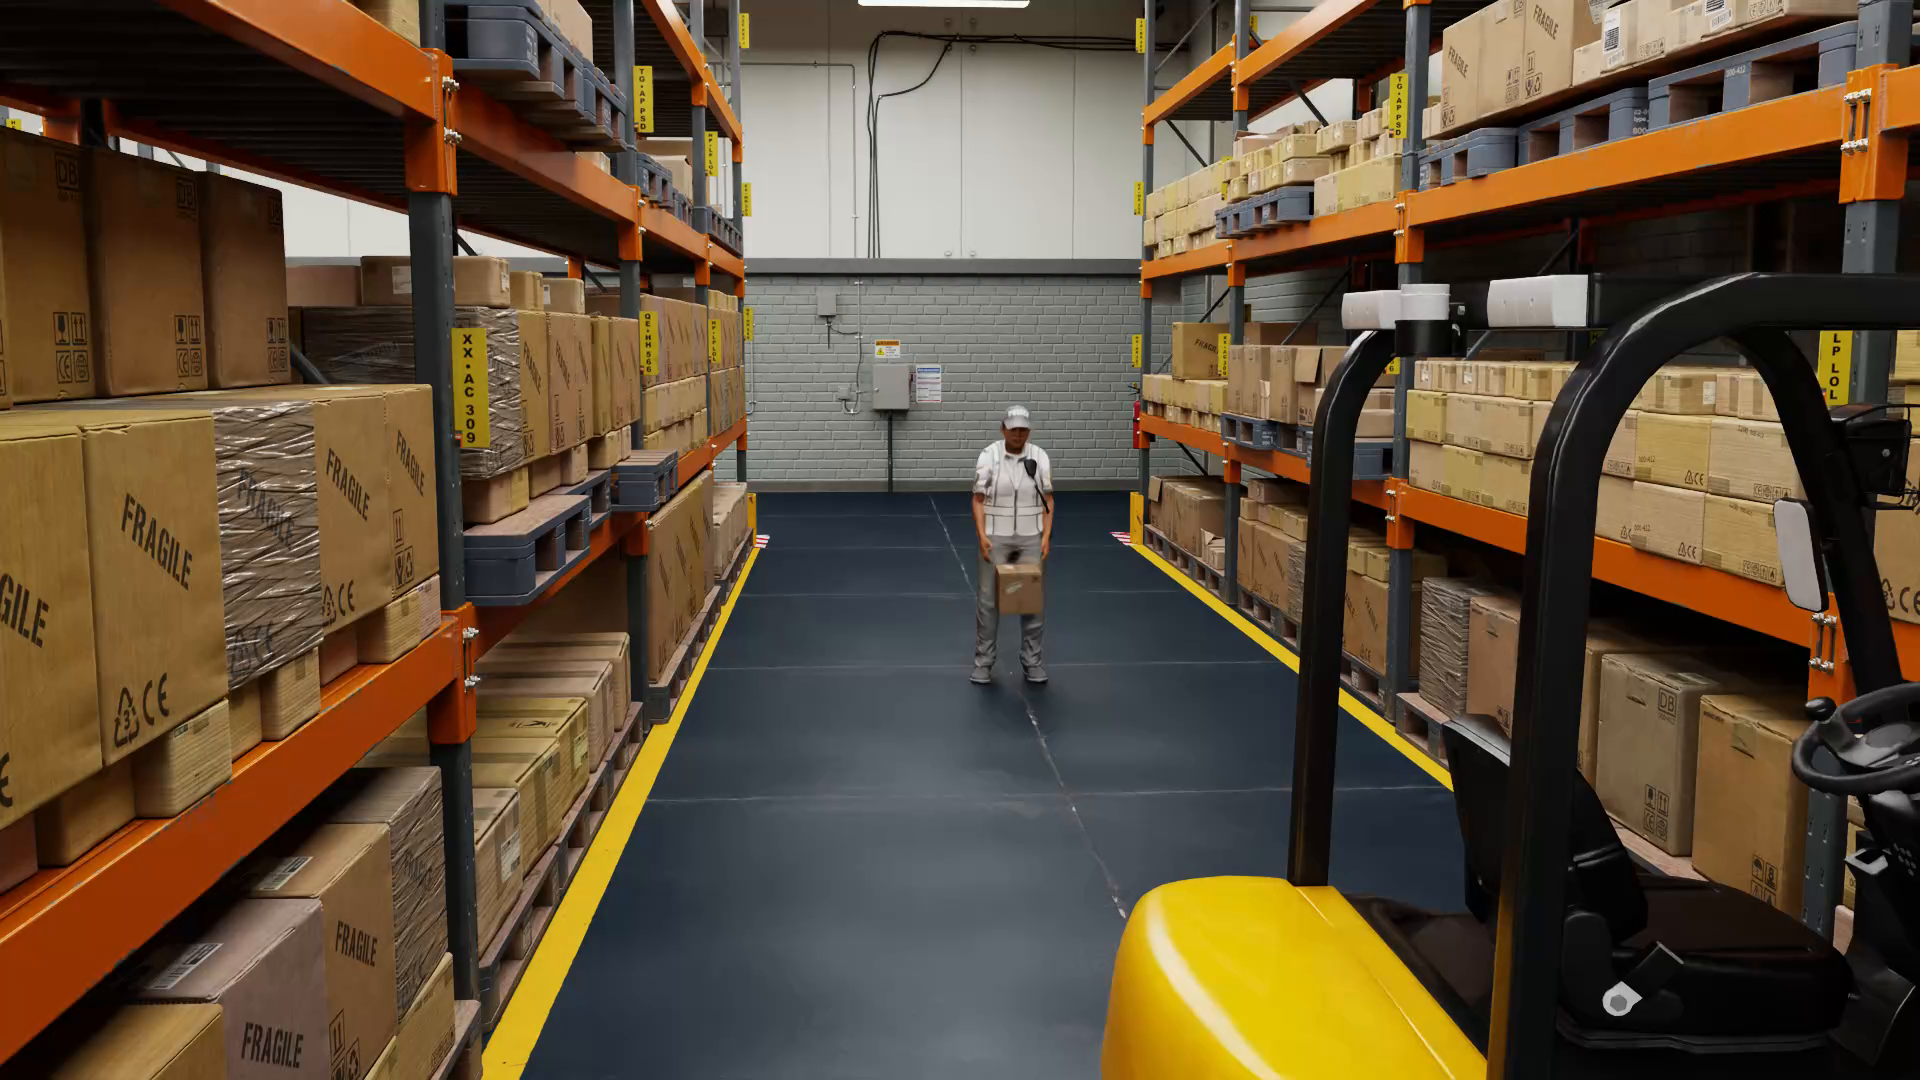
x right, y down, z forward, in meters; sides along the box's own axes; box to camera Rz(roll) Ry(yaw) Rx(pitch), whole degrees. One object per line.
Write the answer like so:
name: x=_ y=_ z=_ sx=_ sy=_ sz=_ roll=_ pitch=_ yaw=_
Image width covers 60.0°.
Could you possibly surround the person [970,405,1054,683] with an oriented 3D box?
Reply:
person: x=0.314 y=0.017 z=10.065 sx=0.521 sy=1.671 sz=0.415 roll=-1 pitch=7 yaw=-5
